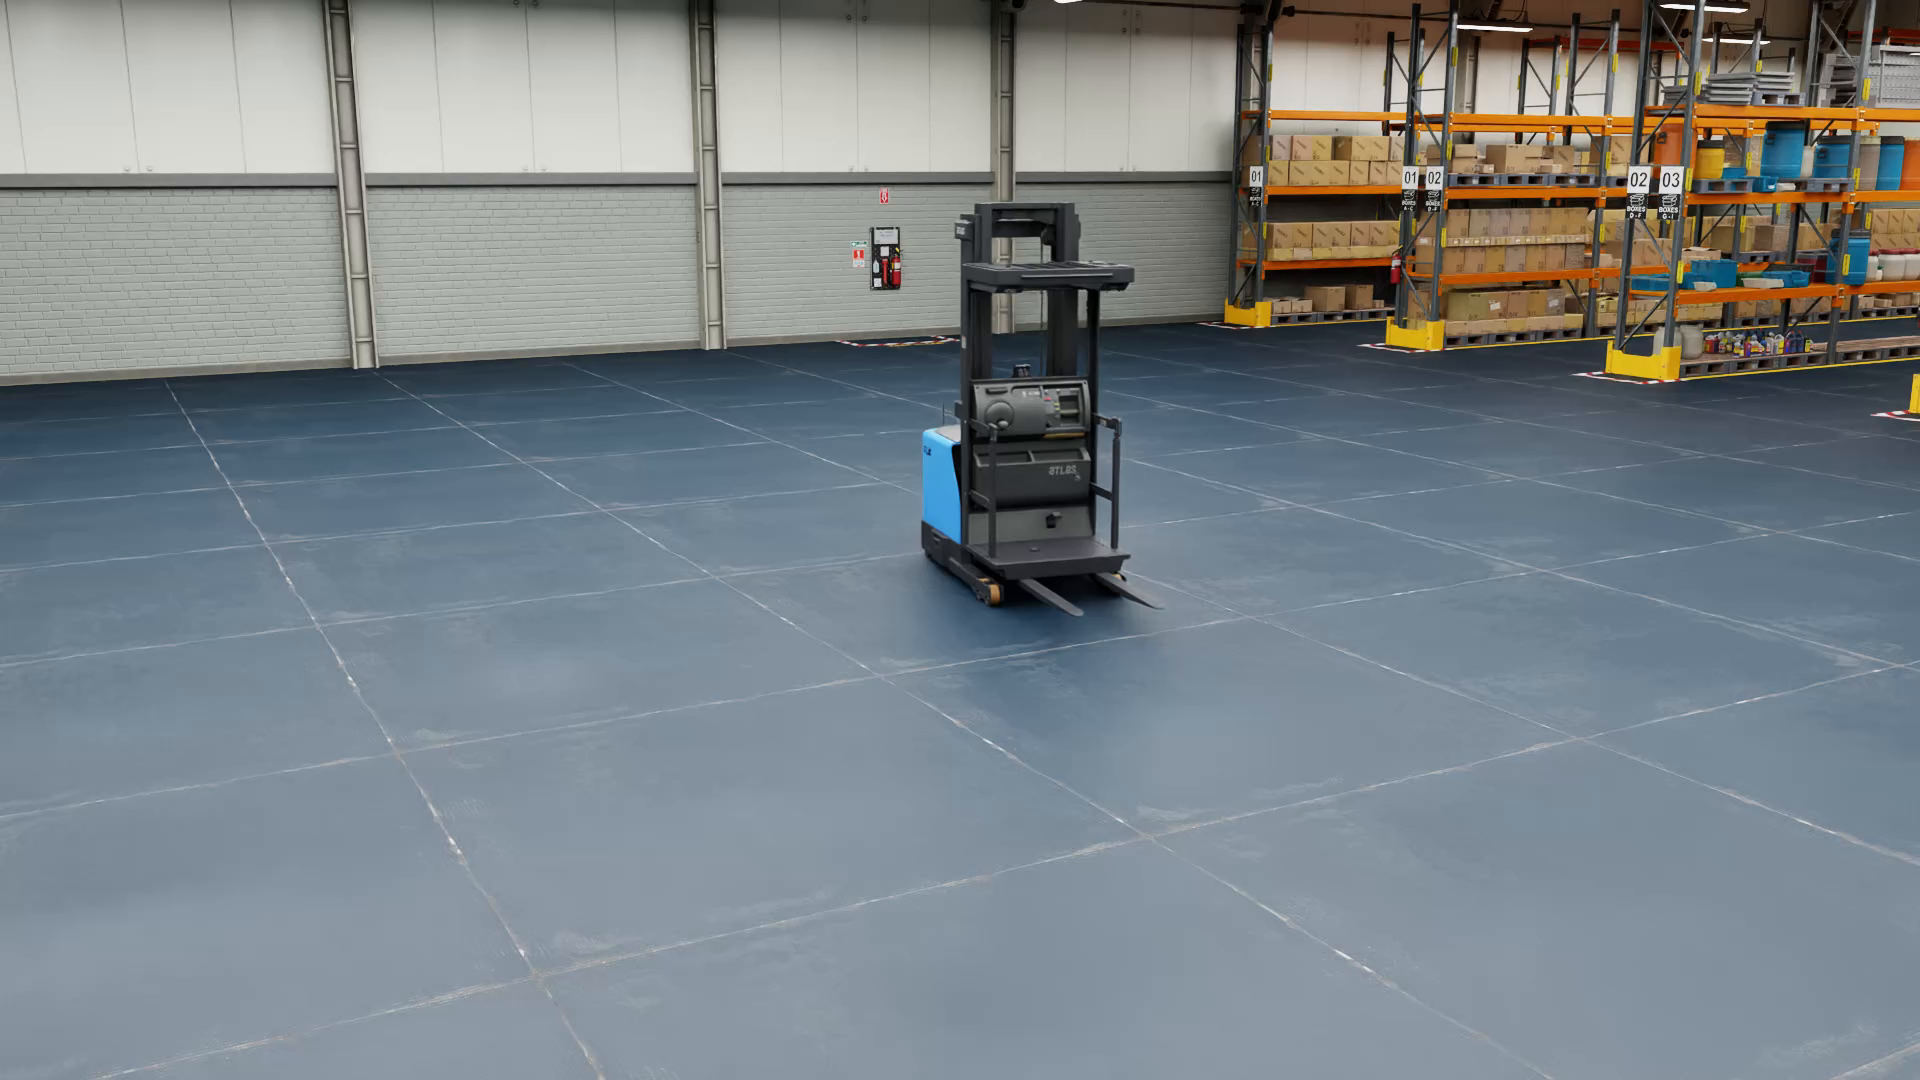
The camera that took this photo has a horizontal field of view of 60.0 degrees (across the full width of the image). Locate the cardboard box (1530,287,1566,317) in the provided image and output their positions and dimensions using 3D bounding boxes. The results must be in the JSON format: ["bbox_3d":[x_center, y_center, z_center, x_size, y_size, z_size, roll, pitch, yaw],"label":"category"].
[{"bbox_3d":[11.034,-4.490,31.326,0.500,0.500,0.500,-7,14,-28],"label":"cardboard box"}]

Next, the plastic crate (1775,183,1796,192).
[{"bbox_3d":[12.936,-5.535,26.140,0.396,0.136,0.243,-7,14,-28],"label":"plastic crate"}]

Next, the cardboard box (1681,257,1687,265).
[{"bbox_3d":[14.199,-5.555,33.034,0.250,0.149,0.380,-6,14,-24],"label":"cardboard box"}]

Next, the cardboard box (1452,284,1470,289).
[{"bbox_3d":[10.939,-5.542,37.094,0.500,0.500,0.700,-7,14,-27],"label":"cardboard box"}]

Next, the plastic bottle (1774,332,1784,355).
[{"bbox_3d":[13.272,-3.192,26.991,0.185,0.351,0.144,-7,14,-28],"label":"plastic bottle"}]

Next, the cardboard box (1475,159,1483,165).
[{"bbox_3d":[9.154,-6.817,30.301,0.500,0.250,0.500,-7,14,-28],"label":"cardboard box"}]

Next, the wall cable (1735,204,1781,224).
[{"bbox_3d":[20.607,-8.431,42.927,1.851,1.984,0.084,-7,14,-28],"label":"wall cable"}]

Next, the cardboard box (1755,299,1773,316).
[{"bbox_3d":[16.285,-4.867,34.094,0.500,0.500,0.500,-7,15,-30],"label":"cardboard box"}]

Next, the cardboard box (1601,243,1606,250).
[{"bbox_3d":[14.890,-6.844,38.715,0.250,0.149,0.380,-6,14,-26],"label":"cardboard box"}]

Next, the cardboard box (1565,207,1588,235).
[{"bbox_3d":[11.394,-6.036,31.414,0.500,0.500,0.700,-7,14,-28],"label":"cardboard box"}]

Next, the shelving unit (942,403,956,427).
[{"bbox_3d":[-0.013,-0.584,14.471,0.189,1.200,0.258,-7,14,-28],"label":"shelving unit"}]

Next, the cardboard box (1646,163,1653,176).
[{"bbox_3d":[13.488,-7.186,32.263,0.500,0.250,0.500,-8,15,-33],"label":"cardboard box"}]

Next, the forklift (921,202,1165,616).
[{"bbox_3d":[0.624,-1.037,12.539,1.130,2.935,3.031,-4,13,-18],"label":"forklift"}]

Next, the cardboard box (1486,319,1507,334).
[{"bbox_3d":[9.723,-3.964,30.697,0.500,0.250,0.500,-7,14,-28],"label":"cardboard box"}]

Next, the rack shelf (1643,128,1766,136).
[{"bbox_3d":[18.181,-9.789,40.160,4.000,0.370,1.077,-7,14,-28],"label":"rack shelf"}]

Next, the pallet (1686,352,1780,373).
[{"bbox_3d":[12.469,-2.895,26.991,1.213,0.211,1.003,-7,14,-28],"label":"pallet"}]

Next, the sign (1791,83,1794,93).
[{"bbox_3d":[20.184,-10.934,40.389,0.005,0.325,0.100,-7,14,-28],"label":"sign"}]

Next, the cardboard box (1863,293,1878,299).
[{"bbox_3d":[19.825,-5.340,36.627,0.500,0.311,0.500,-7,14,-28],"label":"cardboard box"}]

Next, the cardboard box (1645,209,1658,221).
[{"bbox_3d":[16.138,-7.669,39.195,0.500,0.250,0.500,-6,14,-26],"label":"cardboard box"}]

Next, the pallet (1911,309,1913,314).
[{"bbox_3d":[21.547,-5.212,37.287,1.213,0.211,1.003,-7,14,-28],"label":"pallet"}]

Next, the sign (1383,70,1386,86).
[{"bbox_3d":[9.133,-9.922,35.715,0.005,0.325,0.100,-7,14,-28],"label":"sign"}]

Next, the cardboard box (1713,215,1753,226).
[{"bbox_3d":[18.861,-7.631,41.001,0.700,0.700,0.980,-7,14,-28],"label":"cardboard box"}]

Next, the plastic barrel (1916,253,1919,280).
[{"bbox_3d":[16.491,-4.729,28.534,0.421,0.512,0.421,0,13,0],"label":"plastic barrel"}]

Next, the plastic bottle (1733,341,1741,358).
[{"bbox_3d":[12.381,-3.040,26.499,0.097,0.271,0.097,0,13,0],"label":"plastic bottle"}]

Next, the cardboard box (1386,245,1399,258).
[{"bbox_3d":[9.133,-6.185,35.554,0.500,0.250,0.500,-7,14,-28],"label":"cardboard box"}]

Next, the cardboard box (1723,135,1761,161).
[{"bbox_3d":[15.678,-7.867,33.399,0.500,0.500,0.500,-7,14,-28],"label":"cardboard box"}]

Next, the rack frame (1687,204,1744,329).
[{"bbox_3d":[15.292,-5.823,33.650,0.127,3.000,1.000,-7,14,-28],"label":"rack frame"}]

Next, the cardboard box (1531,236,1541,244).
[{"bbox_3d":[10.529,-5.564,30.796,0.250,0.149,0.380,-6,14,-26],"label":"cardboard box"}]

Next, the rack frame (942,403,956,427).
[{"bbox_3d":[-0.093,-0.574,14.428,0.006,1.200,0.240,-7,14,-28],"label":"rack frame"}]

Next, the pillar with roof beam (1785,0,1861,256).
[{"bbox_3d":[23.955,-10.167,39.288,0.548,9.000,9.100,-7,14,-28],"label":"pillar with roof beam"}]

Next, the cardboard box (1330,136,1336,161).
[{"bbox_3d":[7.508,-8.199,34.829,0.500,0.500,0.500,-7,14,-28],"label":"cardboard box"}]

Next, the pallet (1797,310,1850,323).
[{"bbox_3d":[18.107,-4.790,35.414,1.213,0.211,1.003,-7,14,-28],"label":"pallet"}]

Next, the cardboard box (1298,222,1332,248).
[{"bbox_3d":[7.351,-6.333,34.507,0.500,0.500,0.500,-7,15,-30],"label":"cardboard box"}]

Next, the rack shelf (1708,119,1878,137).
[{"bbox_3d":[17.047,-8.414,34.050,4.000,0.370,1.077,-7,14,-28],"label":"rack shelf"}]

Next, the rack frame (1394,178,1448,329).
[{"bbox_3d":[8.270,-4.981,29.911,0.127,3.000,1.000,-7,14,-28],"label":"rack frame"}]

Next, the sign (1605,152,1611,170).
[{"bbox_3d":[12.048,-7.049,30.911,0.005,0.325,0.100,-7,14,-28],"label":"sign"}]

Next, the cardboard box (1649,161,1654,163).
[{"bbox_3d":[16.914,-8.959,39.911,0.500,0.250,0.500,-7,14,-27],"label":"cardboard box"}]

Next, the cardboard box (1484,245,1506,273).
[{"bbox_3d":[9.583,-5.184,30.584,0.500,0.500,0.700,-7,14,-27],"label":"cardboard box"}]

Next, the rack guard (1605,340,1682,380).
[{"bbox_3d":[10.684,-2.824,26.018,0.348,0.500,1.175,-7,14,-28],"label":"rack guard"}]

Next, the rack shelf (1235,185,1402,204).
[{"bbox_3d":[7.648,-7.258,34.836,4.000,0.370,1.077,-7,14,-28],"label":"rack shelf"}]

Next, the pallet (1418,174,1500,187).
[{"bbox_3d":[8.903,-6.471,29.900,1.213,0.211,1.003,-7,14,-28],"label":"pallet"}]

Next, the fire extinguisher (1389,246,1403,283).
[{"bbox_3d":[7.943,-5.021,30.262,0.183,0.674,0.296,-7,14,-28],"label":"fire extinguisher"}]

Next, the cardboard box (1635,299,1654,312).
[{"bbox_3d":[13.158,-4.641,32.427,0.500,0.311,0.500,-7,15,-30],"label":"cardboard box"}]

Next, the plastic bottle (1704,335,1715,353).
[{"bbox_3d":[12.276,-3.211,27.246,0.135,0.276,0.152,-7,14,-27],"label":"plastic bottle"}]

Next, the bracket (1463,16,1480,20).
[{"bbox_3d":[11.165,-11.378,36.472,0.430,0.232,0.235,-7,14,-28],"label":"bracket"}]

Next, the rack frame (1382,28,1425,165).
[{"bbox_3d":[9.404,-9.283,35.362,0.127,3.000,1.000,-7,14,-28],"label":"rack frame"}]

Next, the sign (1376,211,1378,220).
[{"bbox_3d":[9.135,-7.028,36.367,0.005,0.325,0.100,-7,14,-28],"label":"sign"}]

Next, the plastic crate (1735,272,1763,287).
[{"bbox_3d":[12.824,-4.255,27.168,0.662,0.188,0.450,-7,14,-28],"label":"plastic crate"}]

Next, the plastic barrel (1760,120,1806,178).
[{"bbox_3d":[13.226,-6.276,26.733,0.708,0.901,0.600,-7,14,-28],"label":"plastic barrel"}]

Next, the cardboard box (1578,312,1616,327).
[{"bbox_3d":[12.253,-4.260,32.013,0.500,0.250,0.500,-7,15,-29],"label":"cardboard box"}]

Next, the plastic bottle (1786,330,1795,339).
[{"bbox_3d":[13.654,-3.274,27.355,0.185,0.351,0.144,-7,14,-28],"label":"plastic bottle"}]
